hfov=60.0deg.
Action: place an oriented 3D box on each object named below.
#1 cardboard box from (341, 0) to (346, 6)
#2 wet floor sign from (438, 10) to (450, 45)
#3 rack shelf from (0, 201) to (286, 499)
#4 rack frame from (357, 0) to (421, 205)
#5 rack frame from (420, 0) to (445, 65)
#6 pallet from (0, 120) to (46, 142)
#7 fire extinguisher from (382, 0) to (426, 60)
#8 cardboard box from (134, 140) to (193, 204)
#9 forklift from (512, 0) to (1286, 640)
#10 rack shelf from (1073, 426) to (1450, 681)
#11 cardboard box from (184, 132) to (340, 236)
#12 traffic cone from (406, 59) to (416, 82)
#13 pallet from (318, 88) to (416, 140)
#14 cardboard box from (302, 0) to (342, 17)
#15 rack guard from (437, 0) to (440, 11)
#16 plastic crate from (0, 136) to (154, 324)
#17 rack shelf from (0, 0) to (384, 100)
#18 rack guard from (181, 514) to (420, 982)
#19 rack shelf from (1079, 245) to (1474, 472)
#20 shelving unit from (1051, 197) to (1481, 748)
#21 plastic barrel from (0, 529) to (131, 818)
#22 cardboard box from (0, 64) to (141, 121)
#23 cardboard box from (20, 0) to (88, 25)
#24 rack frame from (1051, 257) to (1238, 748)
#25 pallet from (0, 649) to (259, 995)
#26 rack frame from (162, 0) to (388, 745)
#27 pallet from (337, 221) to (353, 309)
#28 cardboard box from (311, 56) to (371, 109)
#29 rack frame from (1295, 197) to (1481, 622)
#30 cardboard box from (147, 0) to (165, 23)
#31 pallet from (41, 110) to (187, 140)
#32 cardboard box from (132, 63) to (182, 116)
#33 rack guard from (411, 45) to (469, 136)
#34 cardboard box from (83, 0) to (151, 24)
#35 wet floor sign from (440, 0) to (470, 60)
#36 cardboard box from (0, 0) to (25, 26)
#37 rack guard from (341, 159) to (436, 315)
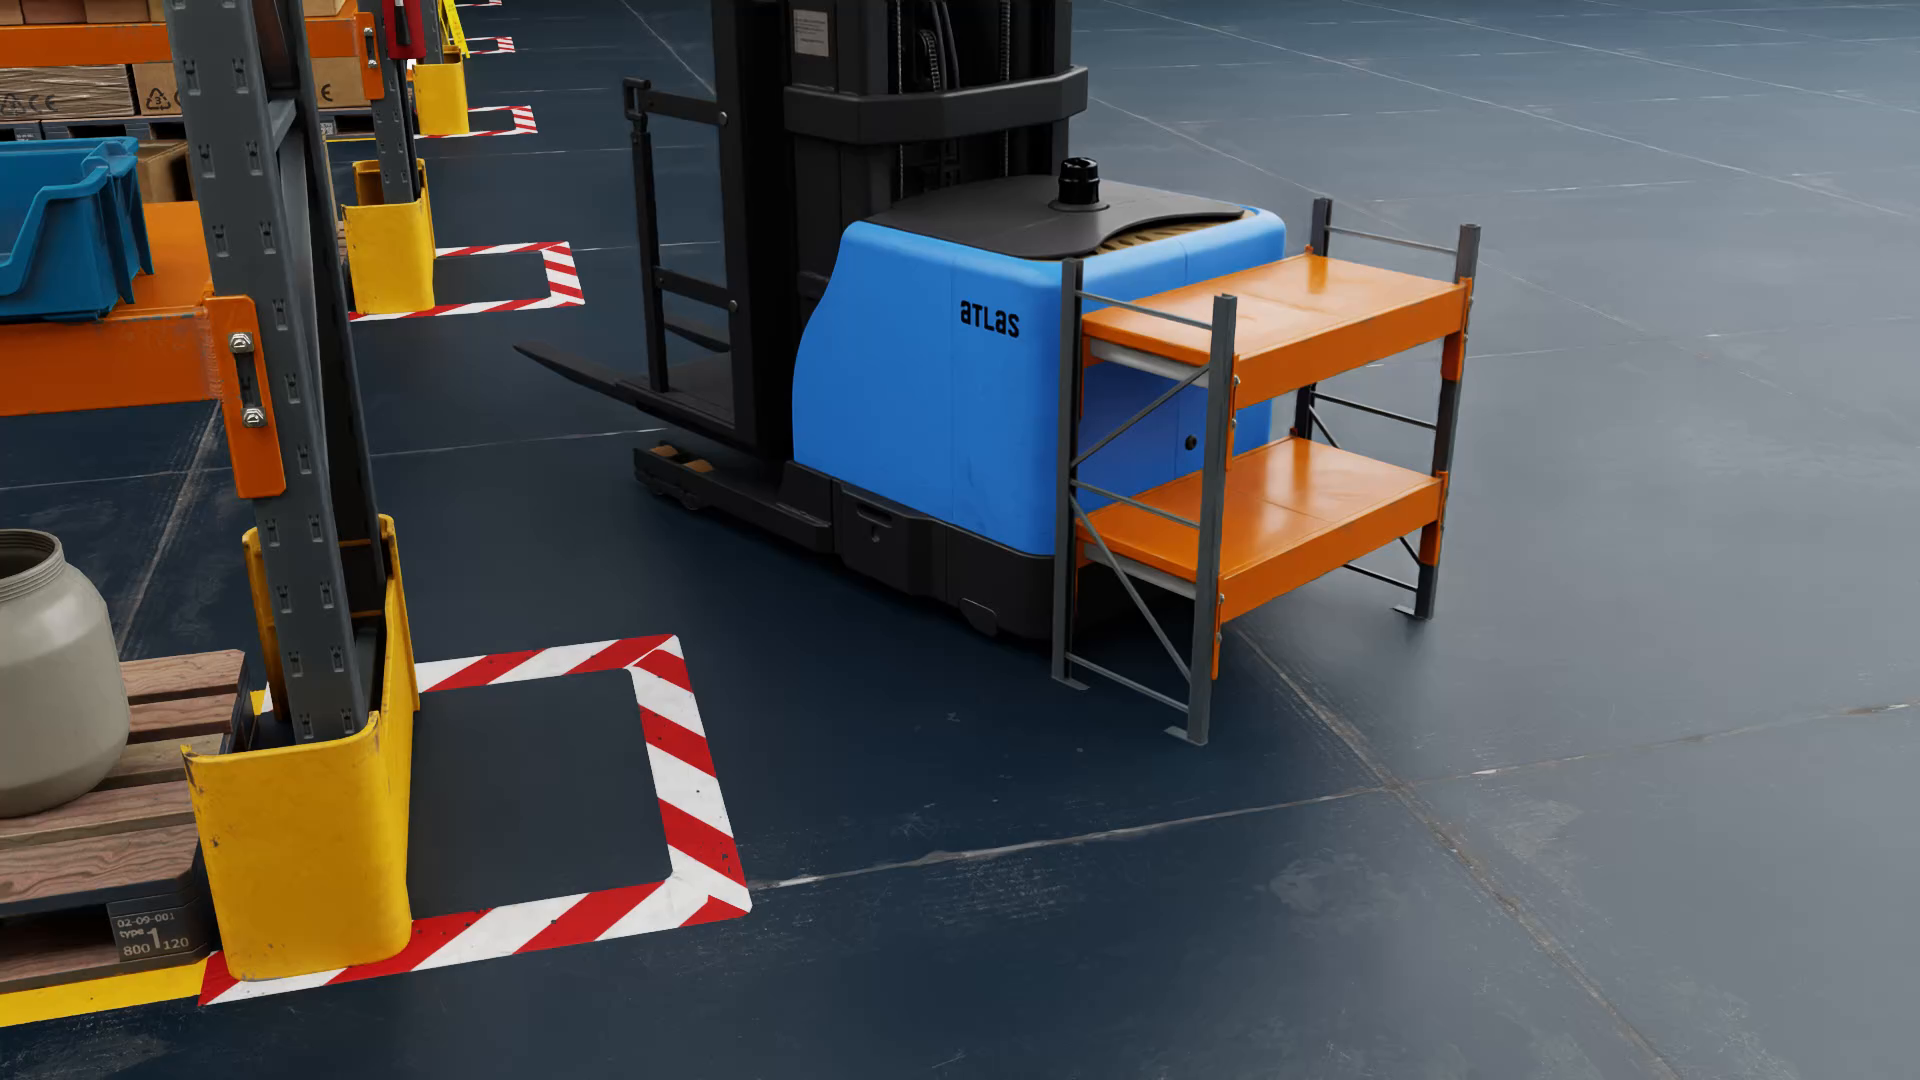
[{"bbox_3d":[-3.037,-2.602,7.828,0.250,0.149,0.380,-6,24,-14],"label":"cardboard box"},{"bbox_3d":[-4.448,-4.224,14.276,0.232,0.644,0.267,-11,25,-23],"label":"wet floor sign"},{"bbox_3d":[-3.286,-0.233,2.902,4.000,0.370,1.077,-6,24,-14],"label":"rack shelf"},{"bbox_3d":[-2.698,-2.657,7.639,0.127,3.000,1.000,-6,24,-14],"label":"rack frame"},{"bbox_3d":[-3.941,-4.551,12.052,0.127,3.000,1.000,-6,24,-14],"label":"rack frame"},{"bbox_3d":[-7.039,-2.895,11.729,1.213,0.211,1.003,-6,24,-14],"label":"pallet"},{"bbox_3d":[-2.464,-2.459,7.275,0.183,0.674,0.296,-6,24,-14],"label":"fire extinguisher"},{"bbox_3d":[-3.870,-1.565,7.730,0.500,0.500,0.500,0,23,0],"label":"cardboard box"},{"bbox_3d":[-0.450,-1.568,5.188,1.130,2.935,3.031,-21,31,-40],"label":"forklift"},{"bbox_3d":[0.793,0.003,4.437,1.000,0.278,0.538,-21,31,-39],"label":"rack shelf"},{"bbox_3d":[-3.304,-1.641,7.909,0.500,0.500,0.500,-2,23,-5],"label":"cardboard box"},{"bbox_3d":[-4.813,-4.333,14.762,0.334,0.463,0.336,-6,24,-14],"label":"traffic cone"},{"bbox_3d":[-4.689,-3.155,12.335,1.213,0.211,1.003,-6,24,-14],"label":"pallet"},{"bbox_3d":[-2.917,-2.433,7.435,0.250,0.149,0.380,-6,24,-14],"label":"cardboard box"},{"bbox_3d":[-5.448,-5.263,16.881,0.348,0.500,1.175,-6,24,-14],"label":"rack guard"},{"bbox_3d":[-1.761,-0.542,2.897,0.616,0.251,0.499,-6,24,-14],"label":"plastic crate"},{"bbox_3d":[-4.624,-2.114,7.284,4.000,0.370,1.077,-6,24,-14],"label":"rack shelf"},{"bbox_3d":[-1.421,0.398,3.689,0.348,0.500,1.175,-6,24,-14],"label":"rack guard"},{"bbox_3d":[0.793,-0.491,4.225,1.000,0.278,0.538,-21,31,-39],"label":"rack shelf"},{"bbox_3d":[0.793,-0.222,4.341,1.048,1.125,0.538,-21,31,-39],"label":"shelving unit"},{"bbox_3d":[-1.973,0.273,3.433,0.421,0.512,0.421,0,23,0],"label":"plastic barrel"},{"bbox_3d":[-6.301,-3.479,11.717,0.875,0.875,0.875,-6,24,-14],"label":"cardboard box"},{"bbox_3d":[-3.881,-2.329,7.192,0.250,0.149,0.380,-6,24,-14],"label":"cardboard box"},{"bbox_3d":[0.425,-0.084,4.018,0.032,1.125,0.500,-21,31,-39],"label":"rack frame"},{"bbox_3d":[-2.204,0.615,3.549,1.213,0.211,1.003,-6,24,-14],"label":"pallet"},{"bbox_3d":[-1.360,-0.777,3.256,0.127,3.000,1.000,-6,24,-14],"label":"rack frame"},{"bbox_3d":[-3.563,-1.295,7.999,1.213,0.211,1.003,-6,24,-14],"label":"pallet"},{"bbox_3d":[-4.576,-3.670,12.162,0.875,0.875,0.875,-6,24,-14],"label":"cardboard box"},{"bbox_3d":[1.161,-0.360,4.663,0.032,1.125,0.500,-21,31,-39],"label":"rack frame"},{"bbox_3d":[-3.385,-2.360,7.266,0.250,0.149,0.380,-6,24,-14],"label":"cardboard box"},{"bbox_3d":[-5.862,-3.026,12.035,1.213,0.211,1.003,-6,24,-14],"label":"pallet"},{"bbox_3d":[-5.422,-3.576,11.942,0.875,0.875,0.875,-7,24,-15],"label":"cardboard box"},{"bbox_3d":[-3.918,-3.405,12.551,0.348,0.500,1.175,-6,24,-14],"label":"rack guard"},{"bbox_3d":[-3.629,-2.340,7.217,0.250,0.149,0.380,-6,24,-14],"label":"cardboard box"},{"bbox_3d":[-4.903,-4.952,15.972,0.232,0.644,0.267,2,23,4],"label":"wet floor sign"},{"bbox_3d":[-4.116,-2.294,7.110,0.250,0.149,0.380,-6,24,-14],"label":"cardboard box"},{"bbox_3d":[-2.771,-1.500,8.113,0.348,0.500,1.175,-6,24,-14],"label":"rack guard"}]
